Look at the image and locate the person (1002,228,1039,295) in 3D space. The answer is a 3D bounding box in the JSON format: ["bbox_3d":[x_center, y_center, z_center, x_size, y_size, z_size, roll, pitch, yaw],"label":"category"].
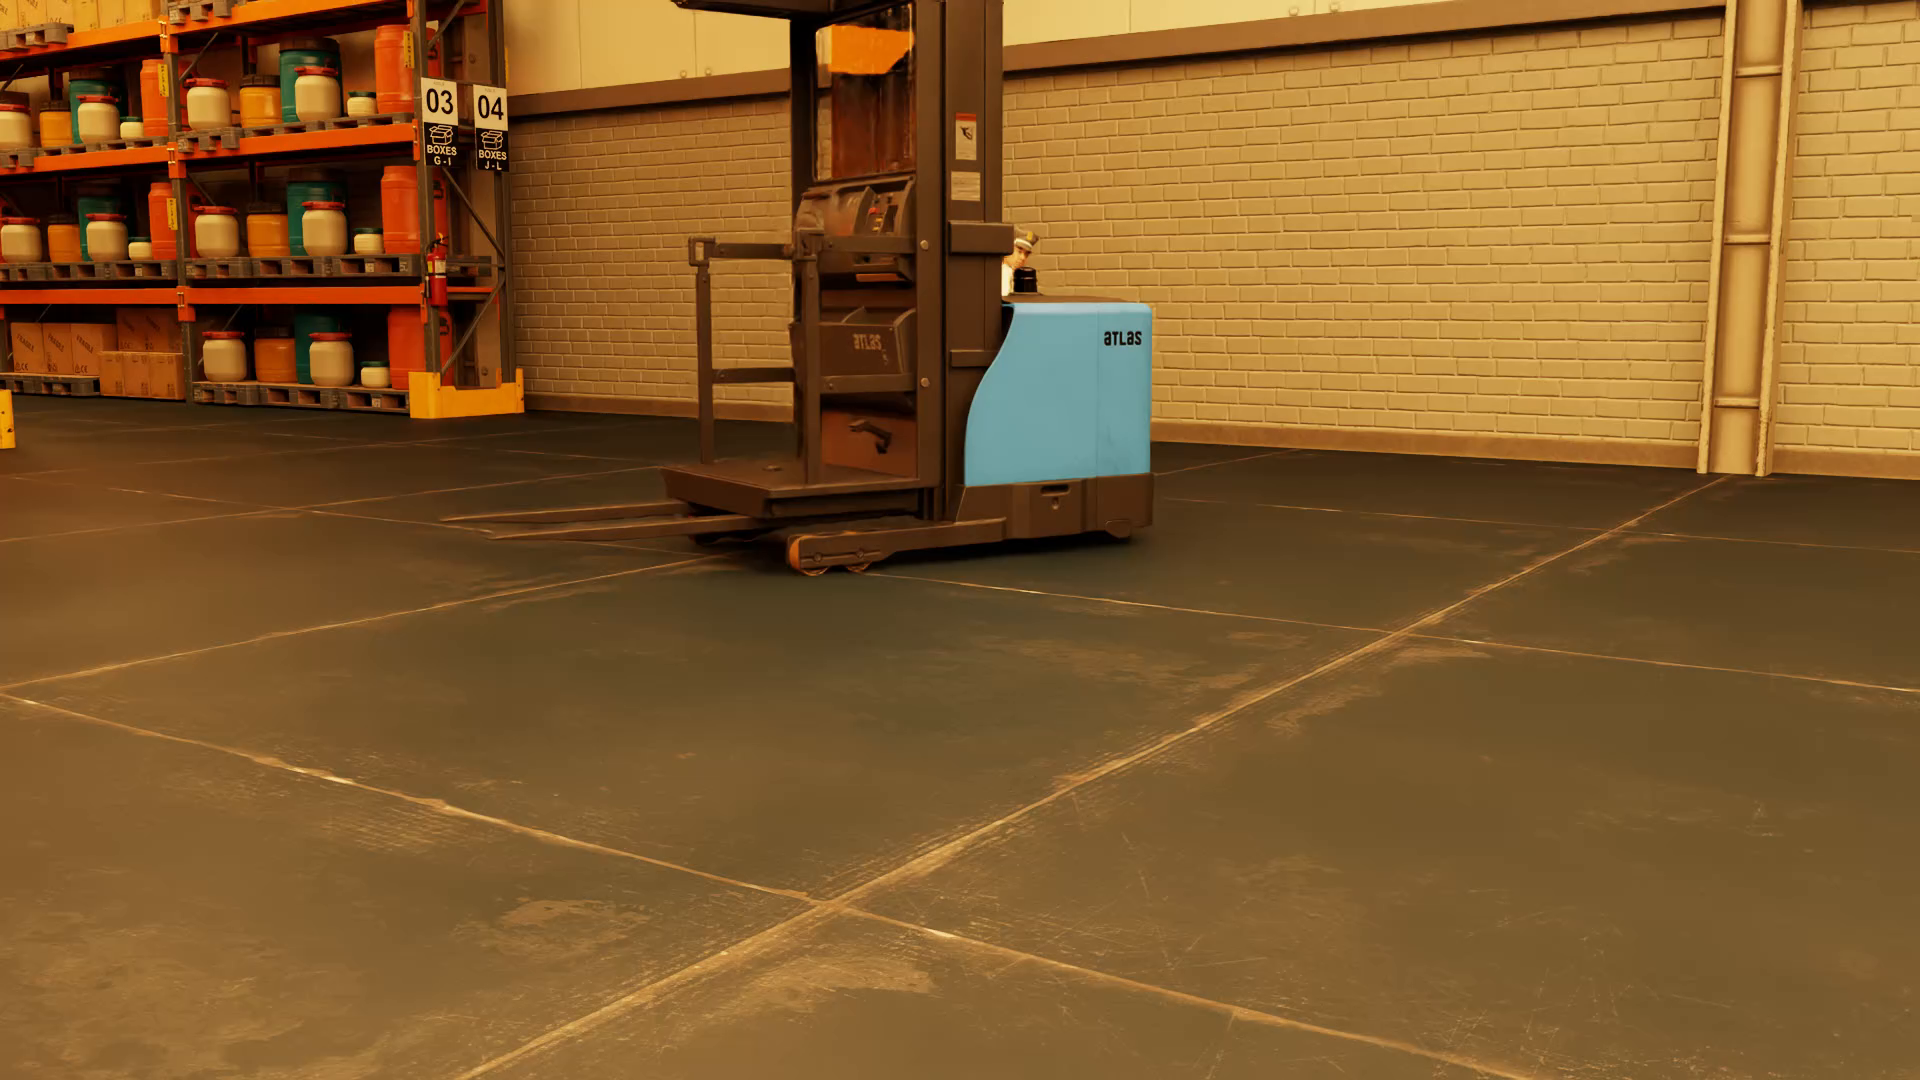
[{"bbox_3d":[0.405,-1.136,10.195,0.736,1.535,0.709,-5,10,-32],"label":"person"}]

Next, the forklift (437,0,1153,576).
[{"bbox_3d":[-0.634,-1.392,6.983,3.031,2.935,1.130,-5,10,-33],"label":"forklift"}]
